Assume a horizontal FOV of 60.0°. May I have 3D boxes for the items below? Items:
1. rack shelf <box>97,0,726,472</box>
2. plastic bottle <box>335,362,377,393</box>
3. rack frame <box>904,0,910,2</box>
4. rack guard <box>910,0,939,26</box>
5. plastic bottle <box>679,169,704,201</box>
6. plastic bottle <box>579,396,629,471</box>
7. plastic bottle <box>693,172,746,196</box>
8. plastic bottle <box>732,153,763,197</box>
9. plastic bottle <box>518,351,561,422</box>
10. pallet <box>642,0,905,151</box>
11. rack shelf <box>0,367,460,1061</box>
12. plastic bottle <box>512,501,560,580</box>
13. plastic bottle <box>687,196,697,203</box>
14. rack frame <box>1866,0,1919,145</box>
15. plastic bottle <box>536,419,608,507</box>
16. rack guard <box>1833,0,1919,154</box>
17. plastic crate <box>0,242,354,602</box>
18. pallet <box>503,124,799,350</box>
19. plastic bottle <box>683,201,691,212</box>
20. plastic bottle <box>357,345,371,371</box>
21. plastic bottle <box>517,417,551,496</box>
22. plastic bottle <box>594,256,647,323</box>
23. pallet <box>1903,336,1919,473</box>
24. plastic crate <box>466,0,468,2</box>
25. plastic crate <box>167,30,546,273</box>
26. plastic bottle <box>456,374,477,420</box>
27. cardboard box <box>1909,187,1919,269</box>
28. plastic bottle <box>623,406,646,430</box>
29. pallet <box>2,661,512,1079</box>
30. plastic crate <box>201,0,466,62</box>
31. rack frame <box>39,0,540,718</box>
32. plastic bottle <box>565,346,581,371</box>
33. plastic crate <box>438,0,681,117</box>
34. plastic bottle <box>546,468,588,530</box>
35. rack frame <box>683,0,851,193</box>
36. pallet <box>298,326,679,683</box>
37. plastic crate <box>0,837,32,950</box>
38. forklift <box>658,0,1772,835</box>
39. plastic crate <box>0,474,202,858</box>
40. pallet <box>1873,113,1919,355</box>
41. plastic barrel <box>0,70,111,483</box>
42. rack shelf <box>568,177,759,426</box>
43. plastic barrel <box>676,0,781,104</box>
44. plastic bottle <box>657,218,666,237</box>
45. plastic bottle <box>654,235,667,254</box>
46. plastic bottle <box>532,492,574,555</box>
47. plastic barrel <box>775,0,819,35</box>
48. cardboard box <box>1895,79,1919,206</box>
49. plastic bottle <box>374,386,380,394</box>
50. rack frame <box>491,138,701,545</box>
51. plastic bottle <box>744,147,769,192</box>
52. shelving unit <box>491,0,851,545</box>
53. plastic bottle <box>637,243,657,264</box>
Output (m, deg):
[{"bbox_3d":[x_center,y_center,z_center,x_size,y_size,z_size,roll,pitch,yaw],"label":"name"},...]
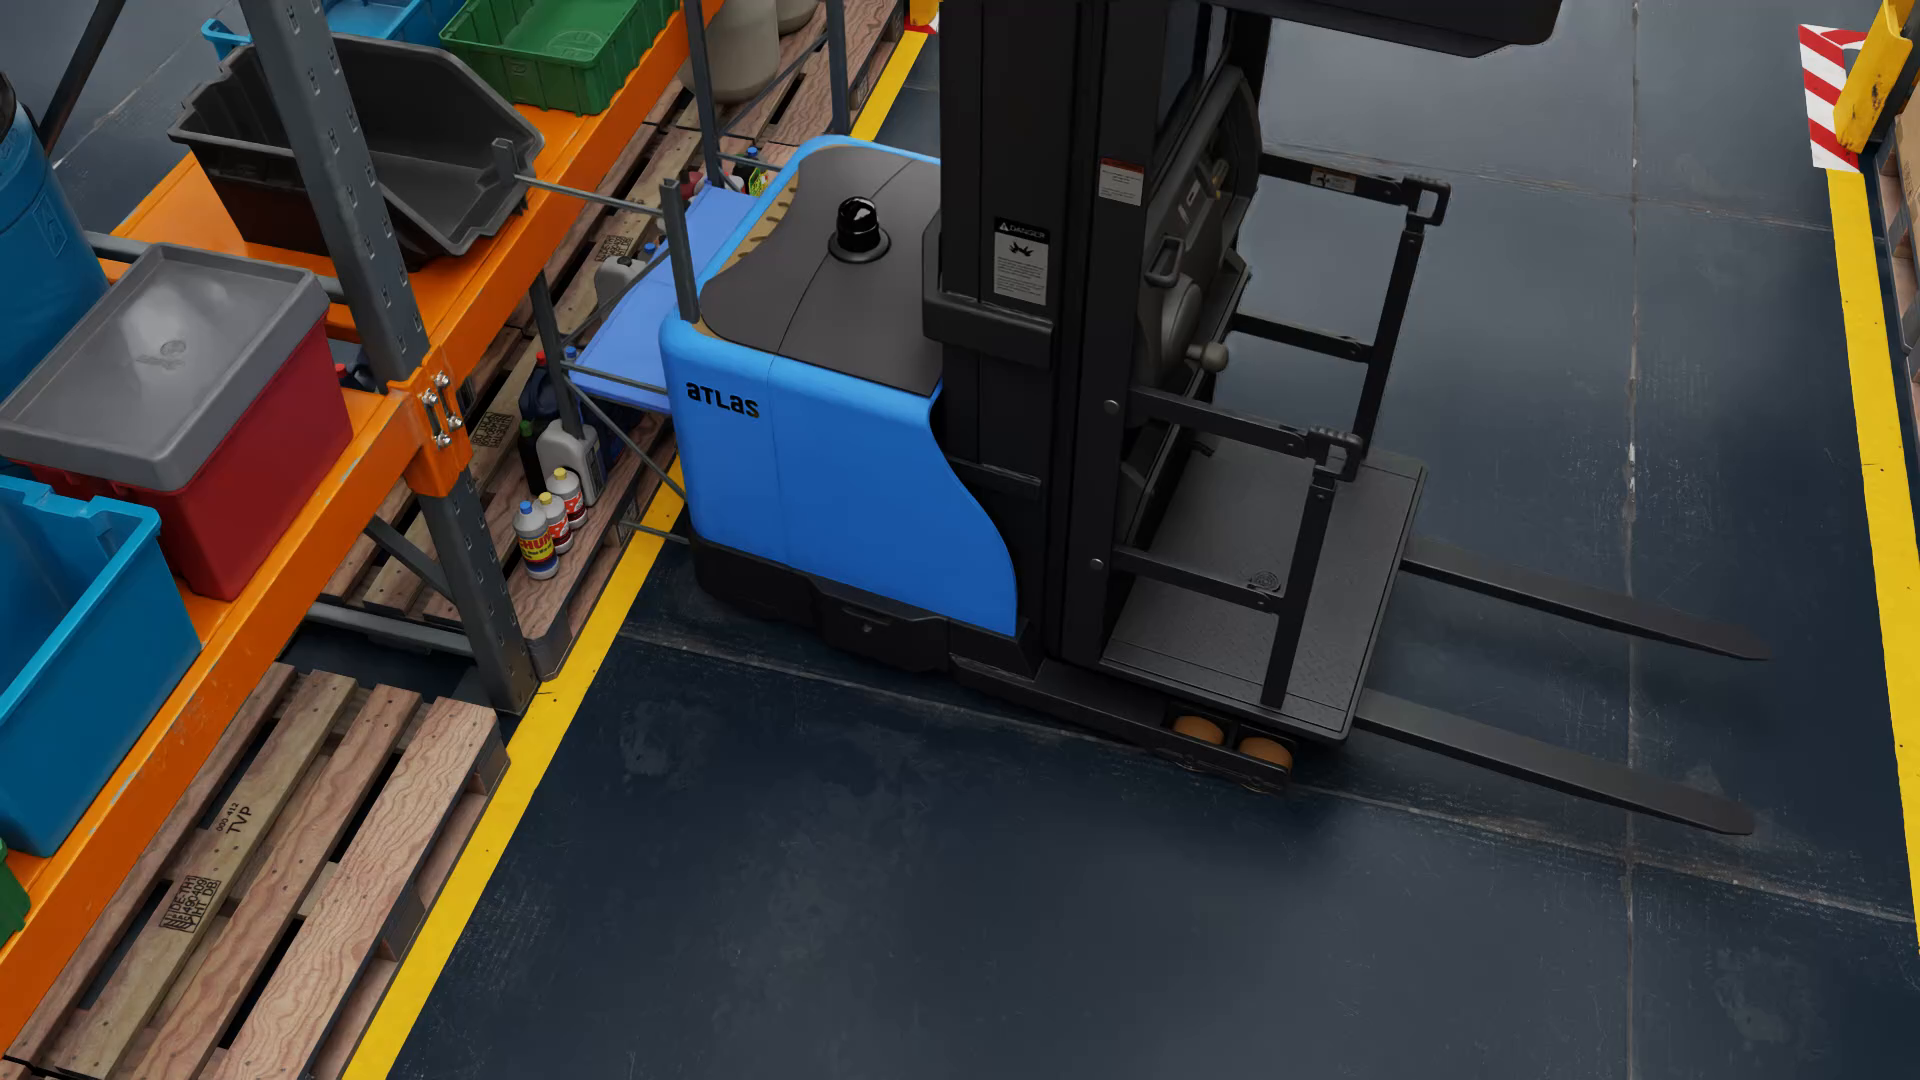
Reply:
[{"bbox_3d":[-1.205,-1.831,5.345,1.077,0.370,4.000,12,50,10],"label":"rack shelf"},{"bbox_3d":[-1.840,-0.414,5.088,0.144,0.351,0.185,10,49,9],"label":"plastic bottle"},{"bbox_3d":[-0.678,-3.516,6.352,1.000,3.000,0.127,12,50,10],"label":"rack frame"},{"bbox_3d":[-0.653,-2.624,7.233,1.175,0.500,0.348,12,50,10],"label":"rack guard"},{"bbox_3d":[-0.935,-1.191,5.819,0.061,0.283,0.133,12,50,10],"label":"plastic bottle"},{"bbox_3d":[-1.118,-0.393,5.070,0.144,0.351,0.185,13,50,11],"label":"plastic bottle"},{"bbox_3d":[-0.832,-1.168,5.804,0.152,0.276,0.135,12,50,10],"label":"plastic bottle"},{"bbox_3d":[-0.752,-1.259,5.879,0.061,0.283,0.133,13,50,11],"label":"plastic bottle"},{"bbox_3d":[-1.258,-0.422,5.095,0.144,0.351,0.185,12,50,10],"label":"plastic bottle"},{"bbox_3d":[-0.872,-1.942,6.823,1.003,0.211,1.213,12,50,10],"label":"pallet"},{"bbox_3d":[-2.258,1.062,2.792,1.077,0.370,4.000,12,50,10],"label":"rack shelf"},{"bbox_3d":[-1.224,-0.009,4.784,0.097,0.271,0.097,0,49,0],"label":"plastic bottle"},{"bbox_3d":[-0.868,-1.068,5.715,0.152,0.276,0.135,10,49,9],"label":"plastic bottle"},{"bbox_3d":[4.099,-2.536,5.487,1.000,3.000,0.127,12,50,10],"label":"rack frame"},{"bbox_3d":[-1.166,-0.250,4.993,0.152,0.276,0.135,13,50,11],"label":"plastic bottle"},{"bbox_3d":[4.106,-1.726,6.440,1.175,0.500,0.348,12,50,10],"label":"rack guard"},{"bbox_3d":[-1.563,-0.233,3.412,0.402,0.464,0.583,12,50,10],"label":"plastic crate"},{"bbox_3d":[-1.195,-1.063,6.047,1.003,0.211,1.213,12,50,10],"label":"pallet"},{"bbox_3d":[-0.908,-0.972,5.581,0.144,0.351,0.185,13,50,12],"label":"plastic bottle"},{"bbox_3d":[-1.789,-0.553,5.211,0.144,0.351,0.185,9,49,8],"label":"plastic bottle"},{"bbox_3d":[-1.269,-0.273,5.009,0.061,0.283,0.133,12,50,10],"label":"plastic bottle"},{"bbox_3d":[-1.106,-0.824,5.500,0.152,0.276,0.135,12,50,10],"label":"plastic bottle"},{"bbox_3d":[3.615,-0.172,5.261,1.003,0.211,1.213,12,50,10],"label":"pallet"},{"bbox_3d":[-1.548,-1.760,4.978,0.530,0.136,0.437,12,50,10],"label":"plastic crate"},{"bbox_3d":[-1.471,-0.955,4.134,0.767,0.338,0.504,12,50,10],"label":"plastic crate"},{"bbox_3d":[-1.640,-0.517,5.229,0.152,0.276,0.135,12,50,10],"label":"plastic bottle"},{"bbox_3d":[3.615,-1.058,5.737,0.500,0.250,0.500,12,50,10],"label":"cardboard box"},{"bbox_3d":[-1.069,-0.530,5.190,0.144,0.351,0.185,10,49,8],"label":"plastic bottle"},{"bbox_3d":[-1.900,0.876,4.336,1.003,0.211,1.213,12,50,10],"label":"pallet"},{"bbox_3d":[-1.702,-1.427,4.608,0.499,0.251,0.616,12,50,10],"label":"plastic crate"},{"bbox_3d":[-1.731,-0.622,3.799,1.000,3.000,0.127,12,50,10],"label":"rack frame"},{"bbox_3d":[-1.197,-0.496,5.213,0.097,0.271,0.097,0,49,0],"label":"plastic bottle"},{"bbox_3d":[-1.102,-1.479,4.696,0.450,0.188,0.662,12,50,10],"label":"plastic crate"},{"bbox_3d":[-1.171,-0.133,4.940,0.097,0.201,0.097,0,49,0],"label":"plastic bottle"},{"bbox_3d":[-0.572,-1.166,5.238,0.500,1.500,0.032,16,52,12],"label":"rack frame"},{"bbox_3d":[-1.514,-0.177,5.266,1.003,0.211,1.213,12,50,10],"label":"pallet"},{"bbox_3d":[-1.917,0.763,2.717,0.450,0.188,0.662,12,50,10],"label":"plastic crate"},{"bbox_3d":[0.763,-0.721,3.932,3.031,2.935,1.130,17,51,14],"label":"forklift"},{"bbox_3d":[-1.721,0.242,3.046,0.392,0.384,0.575,12,50,10],"label":"plastic crate"},{"bbox_3d":[3.938,-1.051,6.037,1.003,0.211,1.213,12,50,10],"label":"pallet"},{"bbox_3d":[-2.125,-0.569,3.417,0.600,0.901,0.708,12,50,10],"label":"plastic barrel"},{"bbox_3d":[-0.746,-0.685,5.067,0.538,0.185,1.000,16,52,12],"label":"rack shelf"},{"bbox_3d":[-0.910,-1.978,6.374,0.421,0.512,0.421,0,49,0],"label":"plastic barrel"},{"bbox_3d":[-0.993,-1.054,5.753,0.097,0.201,0.097,0,49,0],"label":"plastic bottle"},{"bbox_3d":[-0.957,-0.837,5.462,0.144,0.351,0.185,11,50,10],"label":"plastic bottle"},{"bbox_3d":[-1.198,-0.060,4.875,0.097,0.201,0.097,0,49,0],"label":"plastic bottle"},{"bbox_3d":[-0.778,-2.340,6.694,0.421,0.512,0.421,0,49,0],"label":"plastic barrel"},{"bbox_3d":[3.744,-1.421,6.057,0.500,0.250,0.500,12,50,10],"label":"cardboard box"},{"bbox_3d":[-1.701,-0.386,5.063,0.144,0.351,0.185,12,50,10],"label":"plastic bottle"},{"bbox_3d":[-0.918,-0.436,4.621,0.500,1.500,0.032,16,52,12],"label":"rack frame"},{"bbox_3d":[-0.739,-1.320,5.988,0.097,0.201,0.097,0,49,0],"label":"plastic bottle"},{"bbox_3d":[-0.745,-0.801,4.929,0.538,1.500,1.048,16,52,12],"label":"shelving unit"},{"bbox_3d":[-1.036,-0.915,5.630,0.097,0.201,0.097,0,49,0],"label":"plastic bottle"}]
